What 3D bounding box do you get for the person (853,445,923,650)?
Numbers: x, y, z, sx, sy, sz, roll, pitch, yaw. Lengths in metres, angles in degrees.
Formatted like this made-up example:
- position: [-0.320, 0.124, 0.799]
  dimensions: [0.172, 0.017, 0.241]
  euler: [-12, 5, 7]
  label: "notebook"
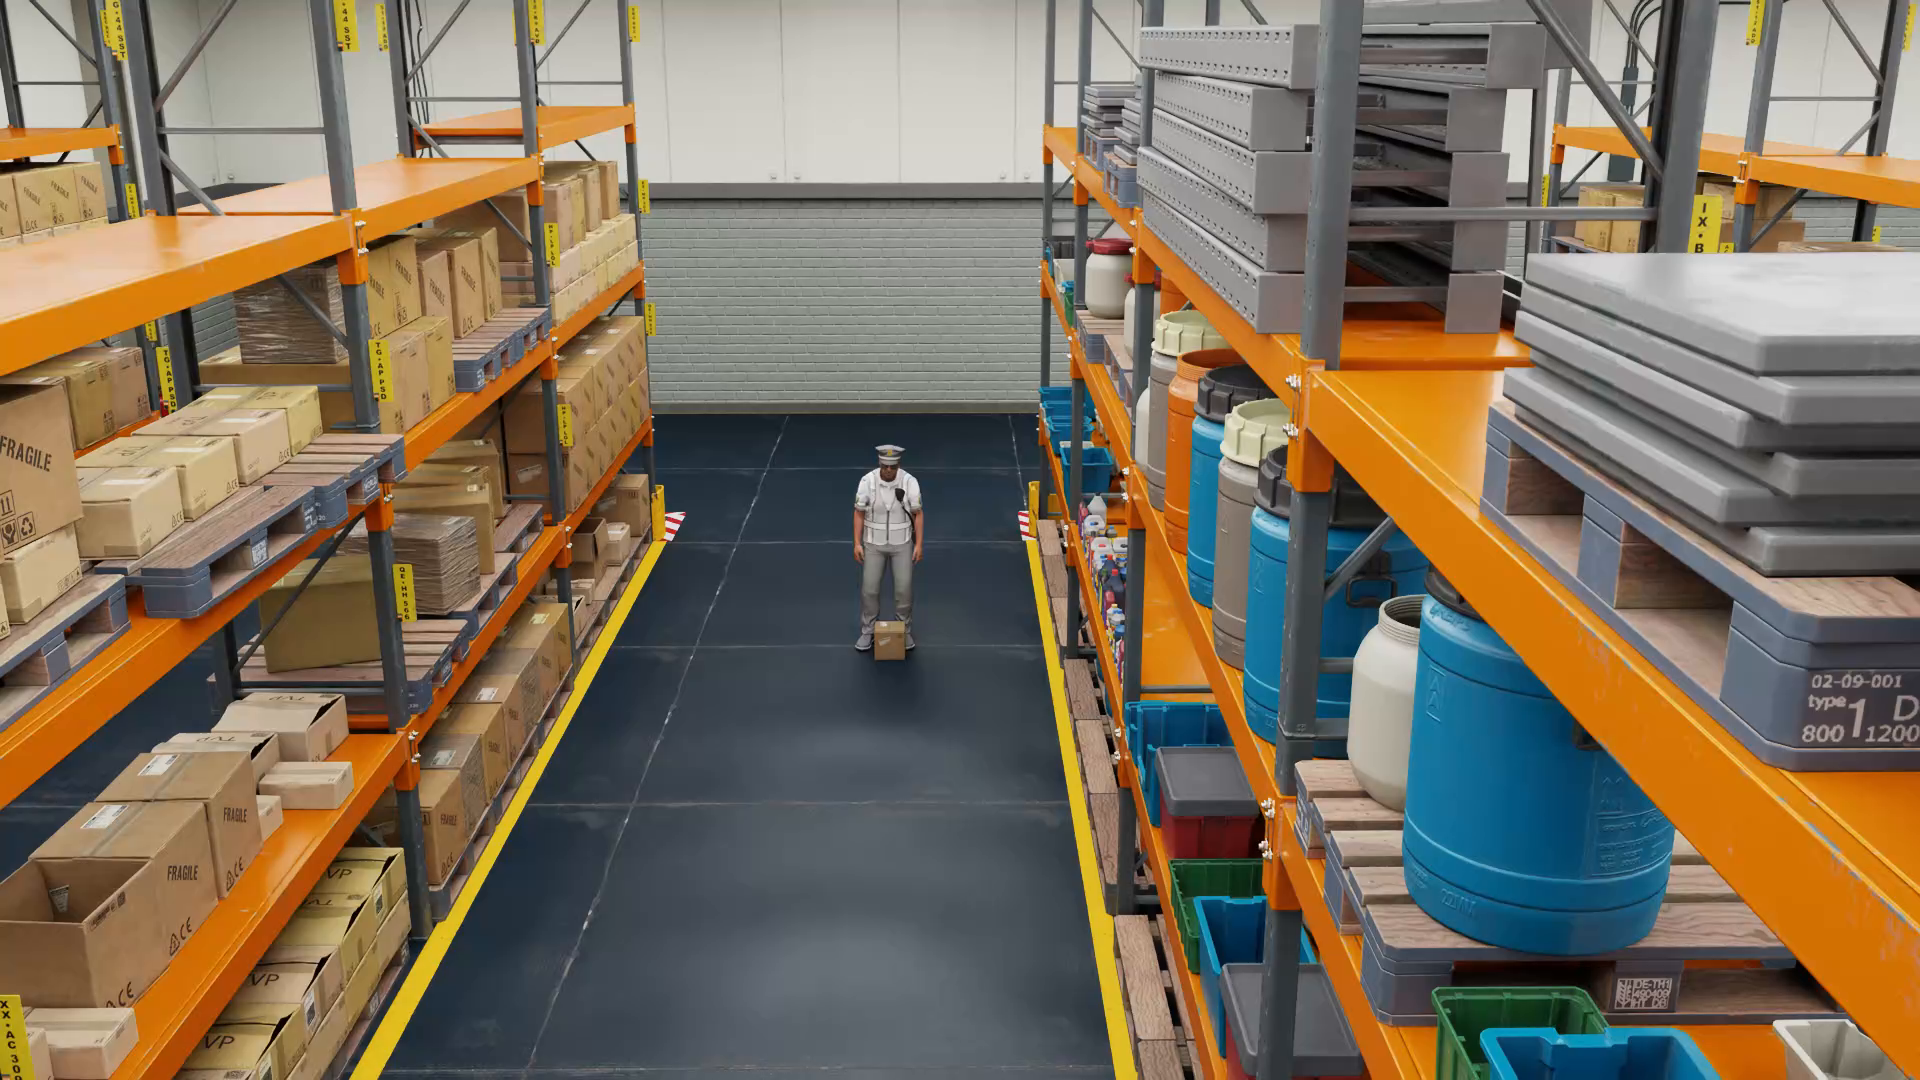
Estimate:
- position: [-0.597, 0.039, 13.901]
  dimensions: [0.585, 1.749, 0.434]
  euler: [0, 17, -1]
  label: "person"
